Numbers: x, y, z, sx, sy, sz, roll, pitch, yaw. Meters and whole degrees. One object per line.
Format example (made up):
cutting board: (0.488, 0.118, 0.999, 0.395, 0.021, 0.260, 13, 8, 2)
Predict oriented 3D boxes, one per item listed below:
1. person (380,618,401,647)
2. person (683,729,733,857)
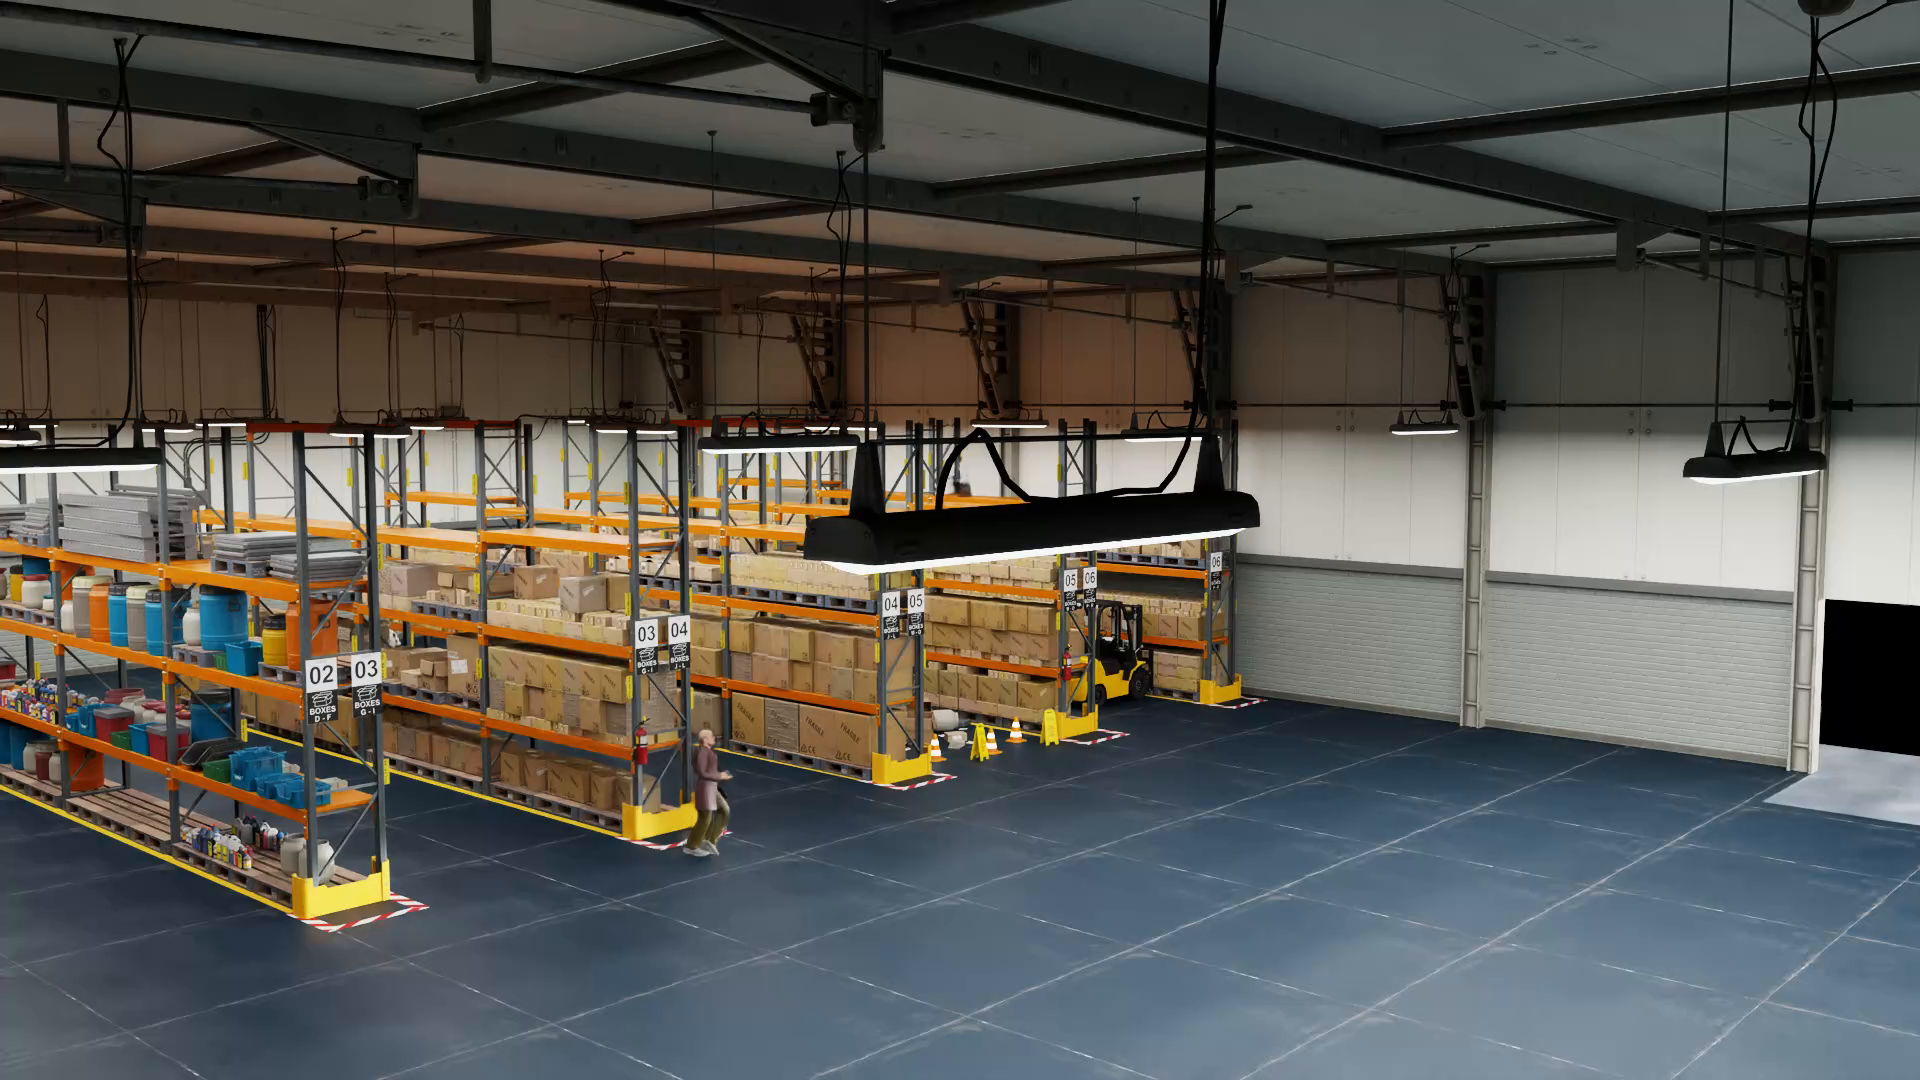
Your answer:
person: (-12.468, 2.516, 36.205, 0.927, 1.672, 0.618, 4, 6, 38)
person: (-3.522, 3.554, 23.325, 0.710, 1.806, 0.715, 0, 5, 0)
